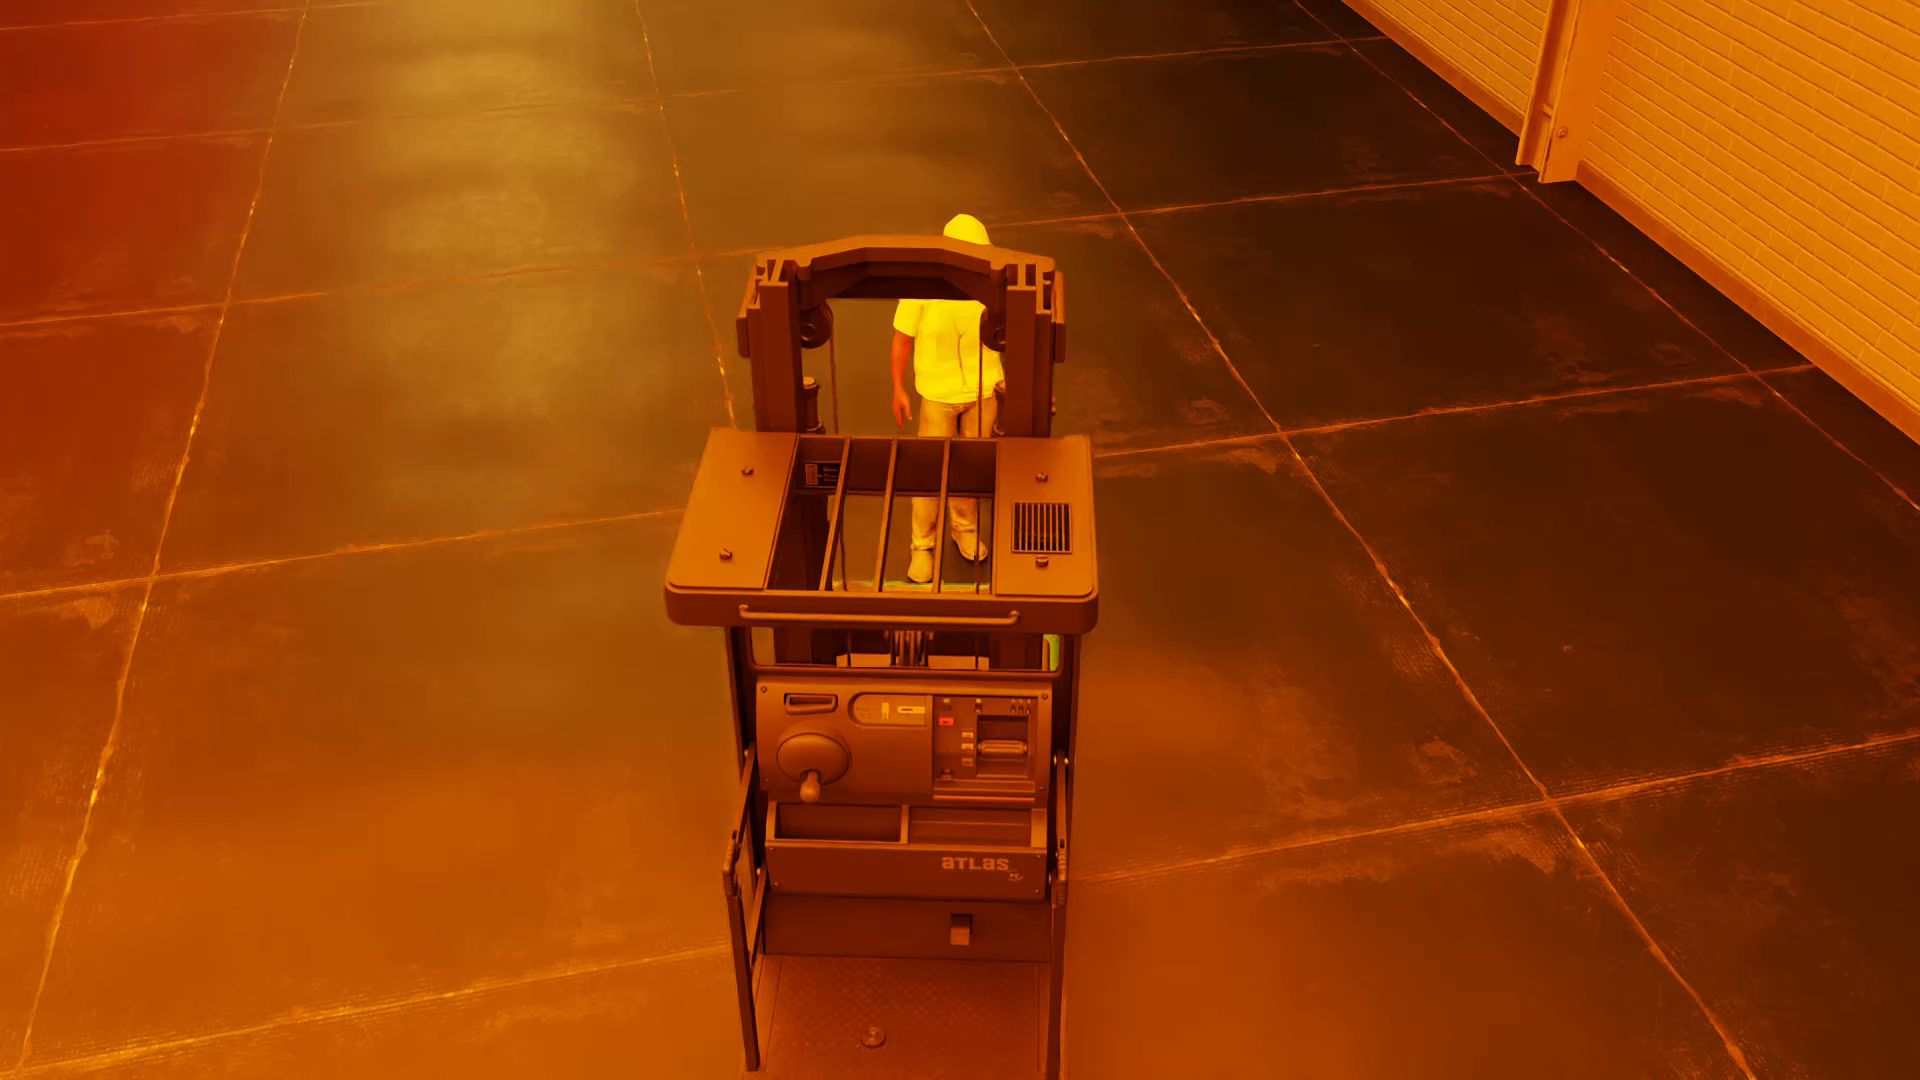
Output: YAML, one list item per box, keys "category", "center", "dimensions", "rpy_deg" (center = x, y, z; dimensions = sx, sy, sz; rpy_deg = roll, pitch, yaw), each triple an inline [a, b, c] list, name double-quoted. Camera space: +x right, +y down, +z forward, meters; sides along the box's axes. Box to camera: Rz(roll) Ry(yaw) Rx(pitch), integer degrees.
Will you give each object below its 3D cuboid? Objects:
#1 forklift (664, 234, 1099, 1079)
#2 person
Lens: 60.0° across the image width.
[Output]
- category: "forklift"
  center: [-0.182, 0.702, 5.075]
  dimensions: [1.130, 2.935, 3.031]
  rpy_deg: [1, 36, 2]
- category: "person"
  center: [0.009, -0.683, 7.983]
  dimensions: [0.665, 1.765, 0.577]
  rpy_deg: [-8, 36, -11]
